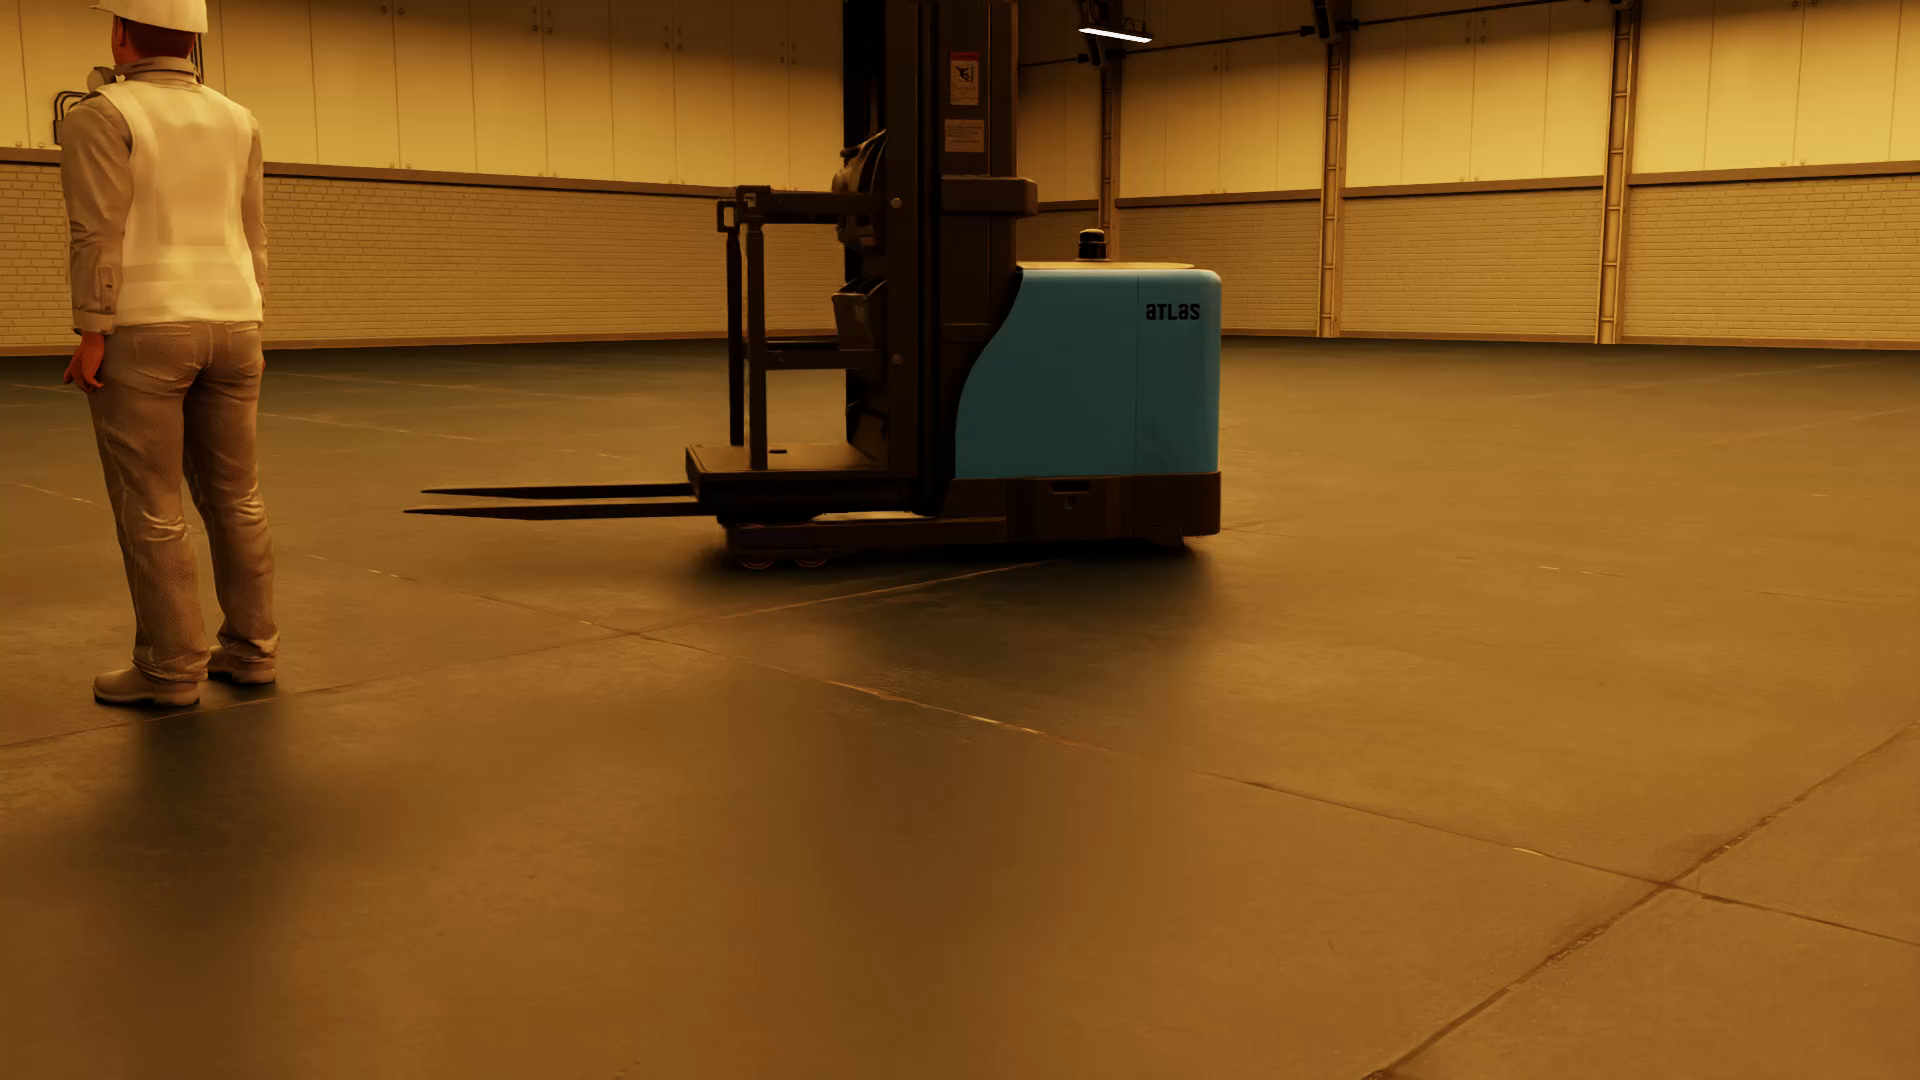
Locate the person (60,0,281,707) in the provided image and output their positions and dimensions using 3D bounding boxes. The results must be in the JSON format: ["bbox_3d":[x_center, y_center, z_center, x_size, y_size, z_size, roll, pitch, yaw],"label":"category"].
[{"bbox_3d":[-1.939,-0.496,4.060,0.368,1.777,0.526,4,10,27],"label":"person"}]

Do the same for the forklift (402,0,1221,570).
[{"bbox_3d":[-0.567,-1.427,6.350,3.031,2.935,1.130,-2,9,-12],"label":"forklift"}]
